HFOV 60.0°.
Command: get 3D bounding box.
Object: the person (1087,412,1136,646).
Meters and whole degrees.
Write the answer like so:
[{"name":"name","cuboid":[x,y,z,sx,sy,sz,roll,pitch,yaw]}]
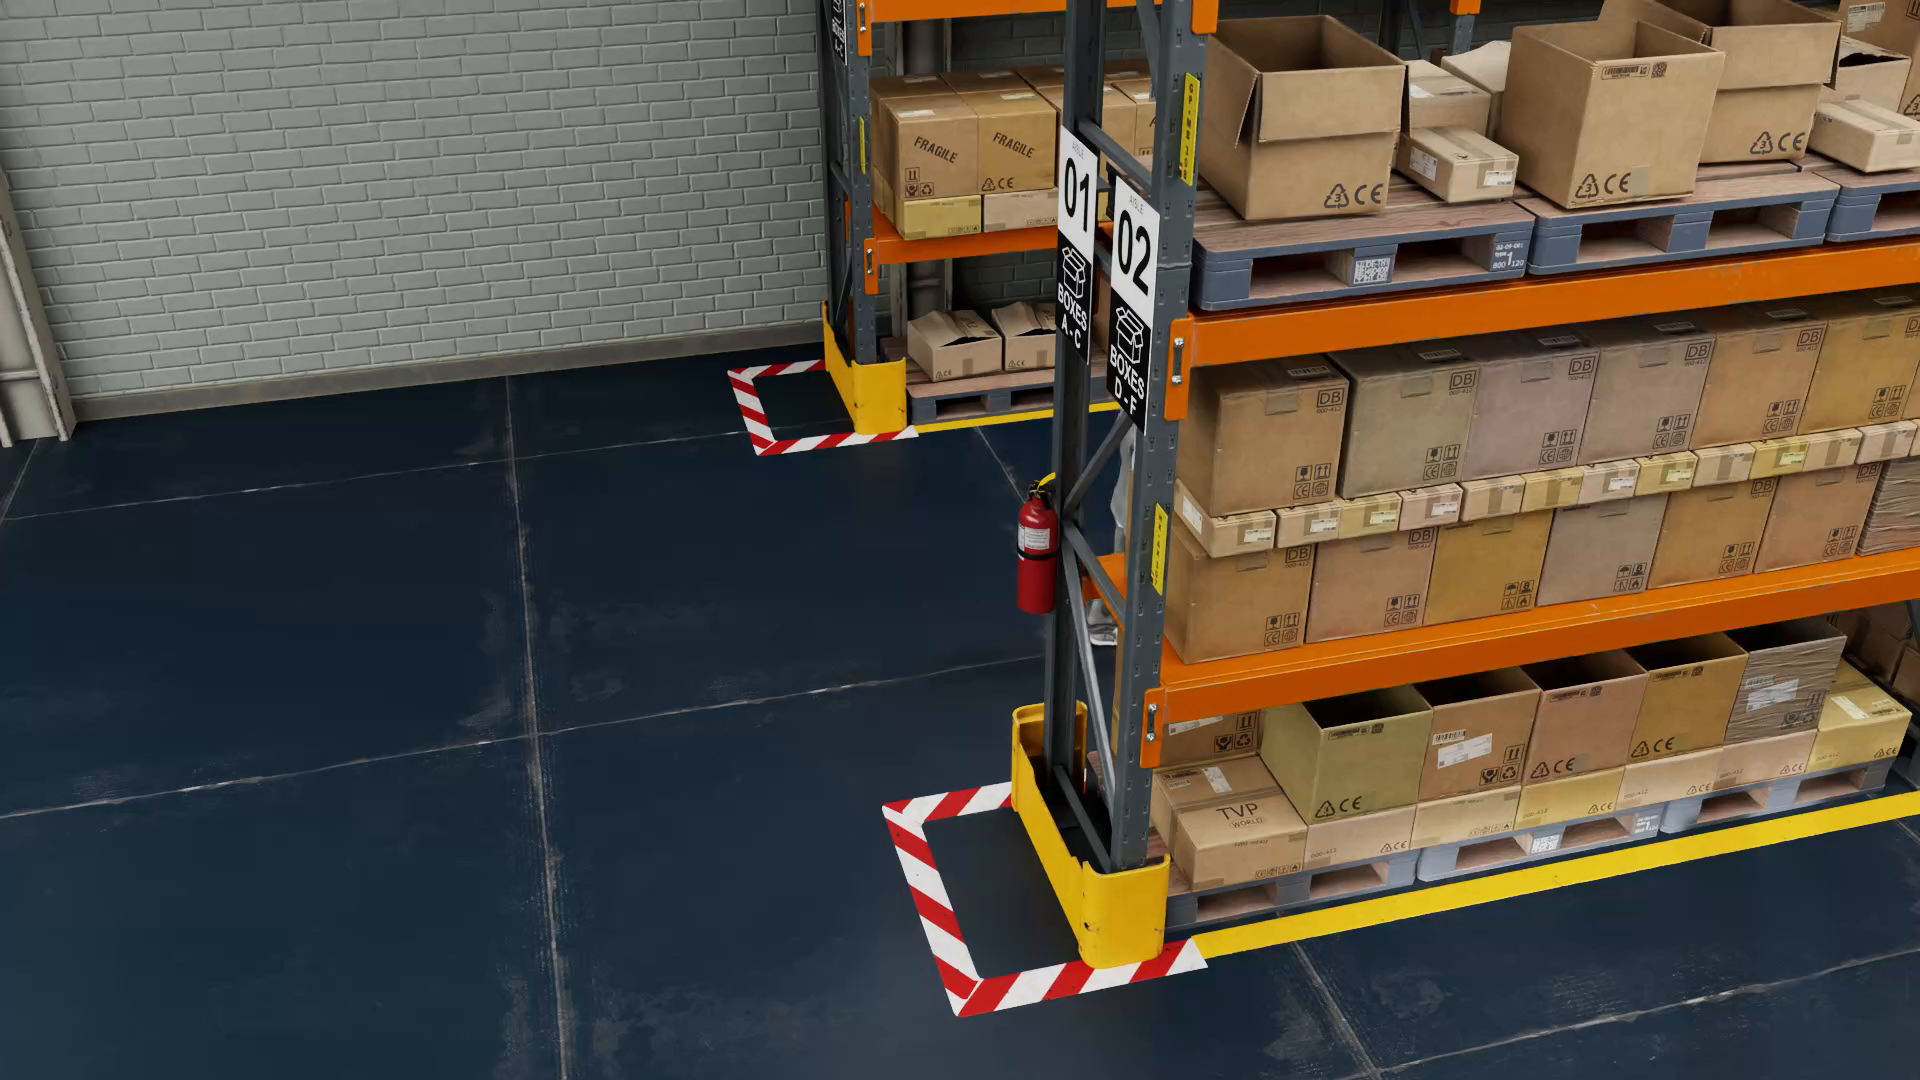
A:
[{"name":"person","cuboid":[1.000,-0.127,8.444,0.672,1.588,0.427,-5,31,-9]}]
